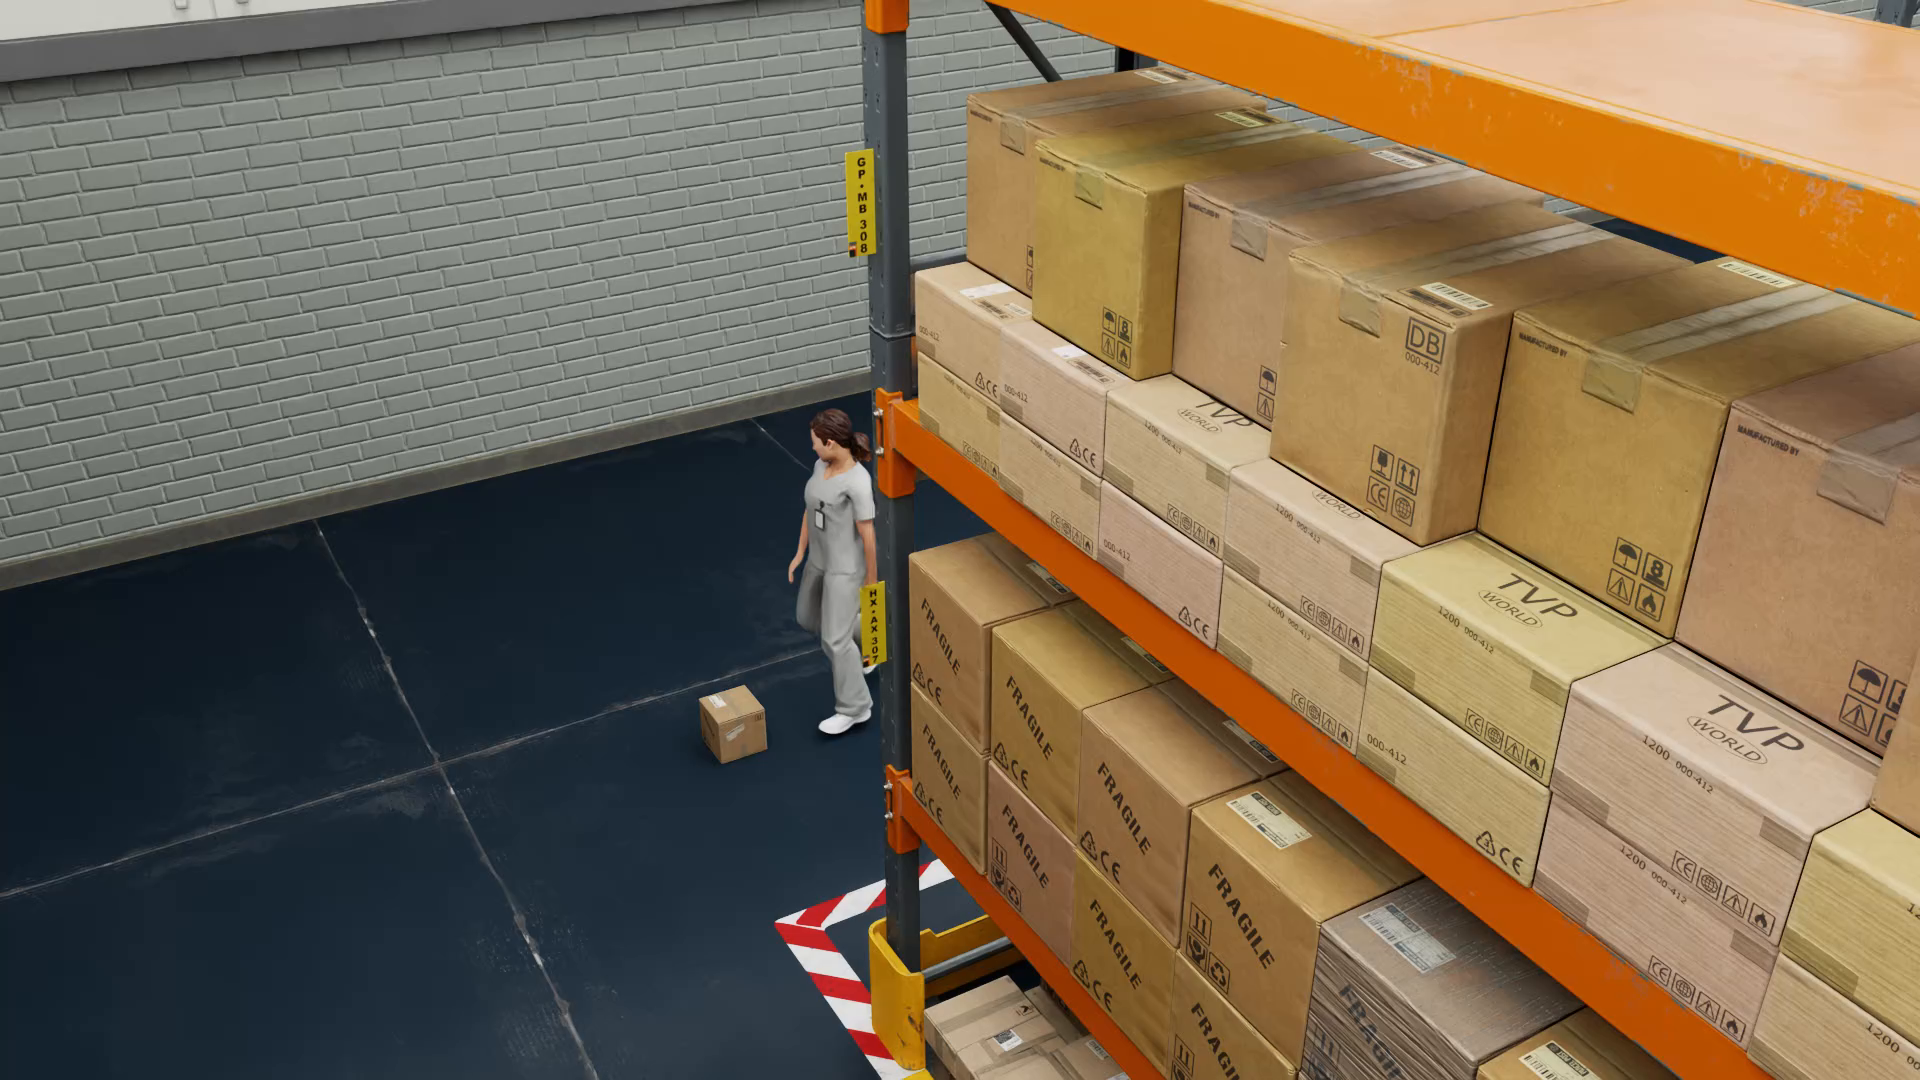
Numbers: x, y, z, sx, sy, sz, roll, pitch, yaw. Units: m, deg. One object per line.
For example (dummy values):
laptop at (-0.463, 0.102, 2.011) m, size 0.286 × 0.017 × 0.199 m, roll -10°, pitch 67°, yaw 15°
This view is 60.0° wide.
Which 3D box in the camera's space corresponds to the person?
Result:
person at (-0.561, 0.113, 8.334) m, size 0.633 × 1.640 × 0.494 m, roll -19°, pitch 34°, yaw -31°
